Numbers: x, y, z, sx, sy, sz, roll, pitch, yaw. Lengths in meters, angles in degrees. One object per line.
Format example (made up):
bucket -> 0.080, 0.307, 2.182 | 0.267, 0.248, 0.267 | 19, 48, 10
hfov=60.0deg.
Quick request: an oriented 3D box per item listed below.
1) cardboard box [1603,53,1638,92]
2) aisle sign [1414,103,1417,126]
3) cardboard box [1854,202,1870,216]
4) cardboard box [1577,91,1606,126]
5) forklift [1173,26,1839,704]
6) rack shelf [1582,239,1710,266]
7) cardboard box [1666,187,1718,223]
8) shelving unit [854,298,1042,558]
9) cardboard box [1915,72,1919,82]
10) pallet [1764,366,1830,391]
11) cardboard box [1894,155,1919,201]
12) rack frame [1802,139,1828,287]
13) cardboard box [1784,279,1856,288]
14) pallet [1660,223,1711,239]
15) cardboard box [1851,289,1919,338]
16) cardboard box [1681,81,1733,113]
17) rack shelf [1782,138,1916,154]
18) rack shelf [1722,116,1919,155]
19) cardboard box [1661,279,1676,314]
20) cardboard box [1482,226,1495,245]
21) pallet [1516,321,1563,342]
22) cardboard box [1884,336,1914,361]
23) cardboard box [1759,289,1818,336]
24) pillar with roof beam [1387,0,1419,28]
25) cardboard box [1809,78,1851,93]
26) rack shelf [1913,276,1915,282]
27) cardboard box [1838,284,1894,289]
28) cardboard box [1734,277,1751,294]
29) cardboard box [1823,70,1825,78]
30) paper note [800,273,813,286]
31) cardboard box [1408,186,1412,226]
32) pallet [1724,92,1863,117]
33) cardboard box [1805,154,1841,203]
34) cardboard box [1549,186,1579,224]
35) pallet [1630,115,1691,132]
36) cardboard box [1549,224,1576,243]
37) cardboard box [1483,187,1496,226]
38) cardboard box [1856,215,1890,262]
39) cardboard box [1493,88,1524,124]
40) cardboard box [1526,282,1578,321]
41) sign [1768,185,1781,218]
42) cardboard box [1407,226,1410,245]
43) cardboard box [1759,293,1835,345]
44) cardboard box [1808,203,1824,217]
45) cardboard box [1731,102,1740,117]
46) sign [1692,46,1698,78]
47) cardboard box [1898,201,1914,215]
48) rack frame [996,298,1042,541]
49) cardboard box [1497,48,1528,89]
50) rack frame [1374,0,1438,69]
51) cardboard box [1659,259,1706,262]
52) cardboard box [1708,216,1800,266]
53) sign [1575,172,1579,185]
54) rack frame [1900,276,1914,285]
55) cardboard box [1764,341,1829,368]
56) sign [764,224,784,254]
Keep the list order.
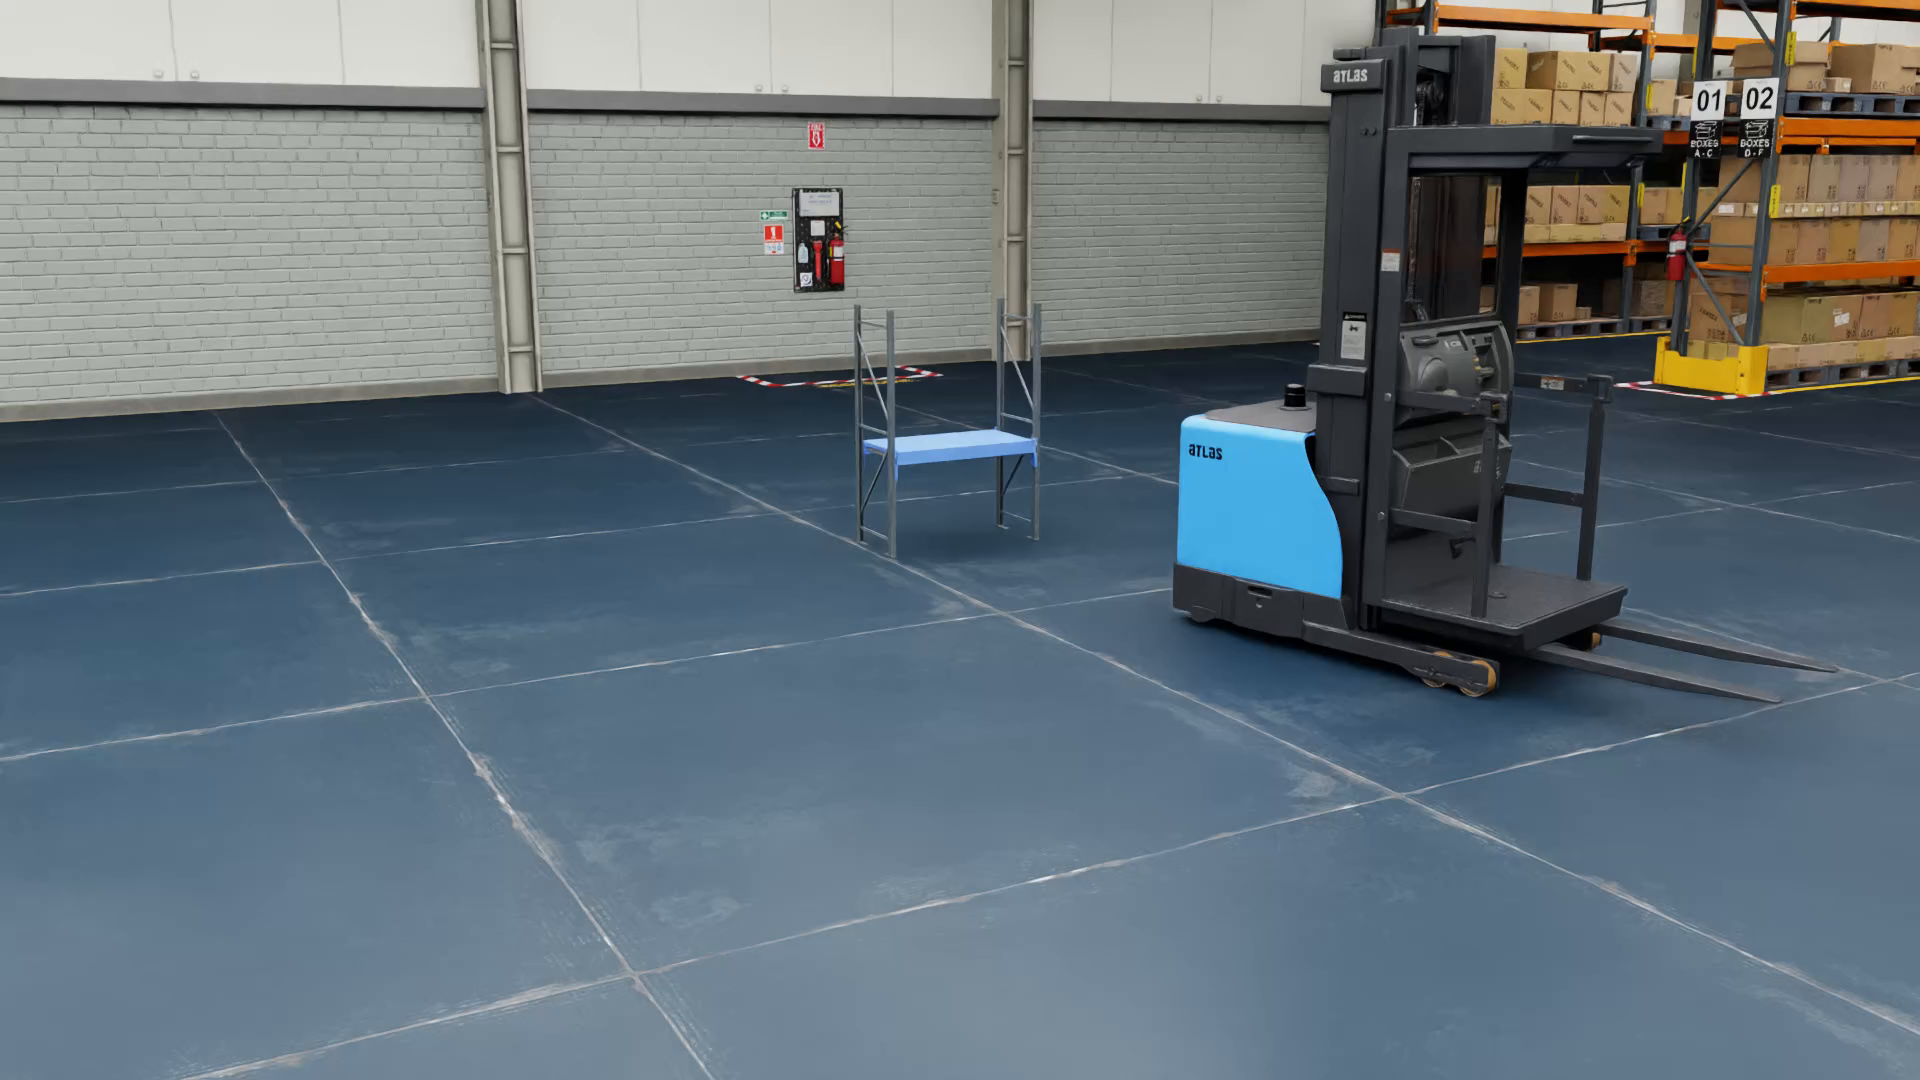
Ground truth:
cardboard box -> 8.886, -6.385, 22.764 | 0.500, 0.500, 0.500 | -8, 15, -33
aisle sign -> 5.766, -5.262, 21.237 | 0.004, 0.787, 0.394 | -7, 14, -28
cardboard box -> 9.639, -3.606, 18.093 | 0.250, 0.149, 0.380 | -7, 14, -29
cardboard box -> 8.421, -5.850, 22.667 | 0.500, 0.500, 0.500 | -8, 15, -33
forklift -> 2.495, -0.851, 7.715 | 1.130, 2.935, 3.031 | -12, 17, -42
rack shelf -> 10.952, -4.339, 24.697 | 4.000, 0.370, 1.077 | -7, 14, -28
cardboard box -> 10.716, -4.923, 24.422 | 0.500, 0.500, 0.700 | -5, 14, -20
shelving unit -> -0.075, -0.723, 10.405 | 1.048, 1.500, 0.538 | -7, 14, -28
cardboard box -> 10.531, -5.160, 18.800 | 0.500, 0.311, 0.500 | -8, 15, -31
pallet -> 8.713, -1.833, 18.272 | 1.213, 0.211, 1.003 | -7, 14, -28
cardboard box -> 10.304, -4.053, 18.606 | 0.500, 0.500, 0.700 | -7, 14, -28
rack frame -> 12.707, -4.901, 25.553 | 0.127, 3.000, 1.000 | -7, 14, -28
cardboard box -> 13.415, -4.109, 25.974 | 0.750, 0.750, 0.750 | -7, 14, -29
pallet -> 10.989, -4.591, 24.613 | 1.213, 0.211, 1.003 | -7, 14, -28
cardboard box -> 10.389, -2.560, 18.751 | 0.500, 0.500, 0.500 | -7, 14, -28
cardboard box -> 10.797, -6.369, 24.060 | 0.500, 0.500, 0.500 | -7, 15, -30
rack shelf -> 14.462, -6.223, 26.237 | 4.000, 0.370, 1.077 | -7, 14, -28
rack shelf -> 9.817, -4.428, 18.257 | 4.000, 0.370, 1.077 | -7, 14, -28
cardboard box -> 10.264, -3.620, 24.552 | 0.500, 0.500, 0.700 | -7, 15, -29
cardboard box -> 6.715, -4.043, 22.038 | 0.500, 0.250, 0.500 | -7, 15, -30
pallet -> 7.551, -2.913, 23.071 | 1.213, 0.211, 1.003 | -7, 14, -28
cardboard box -> 10.395, -2.192, 18.823 | 0.500, 0.250, 0.500 | -7, 14, -28
cardboard box -> 9.261, -2.556, 18.732 | 0.500, 0.500, 0.500 | -7, 14, -28
pillar with roof beam -> 7.948, -6.396, 18.536 | 0.400, 9.000, 9.100 | -7, 14, -28
cardboard box -> 9.179, -4.808, 17.609 | 0.250, 0.149, 0.380 | -7, 14, -28
rack shelf -> 13.328, -3.385, 20.457 | 4.000, 0.370, 1.077 | -7, 14, -28
cardboard box -> 10.581, -2.712, 19.427 | 0.500, 0.500, 0.500 | -7, 14, -28
cardboard box -> 11.592, -3.778, 25.256 | 0.500, 0.500, 0.700 | -7, 14, -28
cardboard box -> 8.946, -4.940, 17.963 | 0.500, 0.250, 0.500 | -7, 14, -28
paper note -> -1.757, -2.980, 19.027 | 0.142, 0.148, 0.016 | -7, 14, -28
cardboard box -> 5.997, -4.452, 22.147 | 0.500, 0.500, 0.500 | -7, 14, -28
pallet -> 8.695, -4.594, 17.562 | 1.213, 0.211, 1.003 | -7, 14, -28
cardboard box -> 8.983, -3.895, 17.902 | 0.500, 0.500, 0.700 | -7, 15, -29
cardboard box -> 8.047, -4.568, 22.665 | 0.500, 0.500, 0.500 | -7, 15, -29
pallet -> 9.789, -5.896, 23.572 | 1.003, 0.211, 1.213 | -7, 14, -28
cardboard box -> 8.050, -4.201, 22.742 | 0.500, 0.250, 0.500 | -7, 14, -28
cardboard box -> 6.687, -4.404, 21.933 | 0.500, 0.500, 0.500 | -7, 14, -28
cardboard box -> 9.835, -3.364, 18.495 | 0.500, 0.500, 0.700 | -6, 14, -26
cardboard box -> 7.041, -5.673, 21.879 | 0.500, 0.500, 0.500 | -6, 14, -25
cardboard box -> 8.304, -3.358, 23.390 | 0.500, 0.500, 0.500 | -8, 15, -32
sign -> 8.323, -3.458, 16.991 | 0.005, 0.325, 0.100 | -7, 14, -28
cardboard box -> 6.003, -4.082, 22.212 | 0.500, 0.250, 0.500 | -7, 14, -27
cardboard box -> 9.077, -2.400, 18.042 | 0.500, 0.500, 0.500 | -7, 14, -28
cardboard box -> 8.960, -3.524, 17.731 | 0.250, 0.149, 0.380 | -7, 14, -28
cardboard box -> 11.525, -6.306, 24.683 | 0.637, 0.503, 0.797 | -5, 14, -20
sign -> 7.814, -5.067, 17.626 | 0.005, 0.325, 0.100 | -7, 14, -28
cardboard box -> 10.322, -3.688, 18.458 | 0.250, 0.149, 0.380 | -6, 14, -26
rack frame -> 0.371, -0.776, 10.642 | 0.032, 1.500, 0.500 | -7, 14, -28
cardboard box -> 7.049, -6.162, 21.773 | 0.500, 0.500, 0.500 | -6, 14, -26
rack frame -> 5.685, -6.986, 21.154 | 0.127, 3.000, 1.000 | -7, 14, -28
cardboard box -> 10.674, -4.024, 24.640 | 0.500, 0.250, 0.500 | -7, 15, -29
cardboard box -> 8.478, -3.200, 17.769 | 0.500, 0.500, 0.700 | -7, 14, -28
sign -> 8.927, -5.151, 24.029 | 0.005, 0.325, 0.100 | -7, 14, -28
rack frame -> 11.573, -3.525, 19.443 | 0.127, 3.000, 1.000 | -7, 14, -28
cardboard box -> 9.076, -2.035, 18.126 | 0.500, 0.250, 0.500 | -7, 14, -28
sign -> -2.103, -3.395, 18.780 | 0.234, 0.329, 0.001 | -7, 14, -28
